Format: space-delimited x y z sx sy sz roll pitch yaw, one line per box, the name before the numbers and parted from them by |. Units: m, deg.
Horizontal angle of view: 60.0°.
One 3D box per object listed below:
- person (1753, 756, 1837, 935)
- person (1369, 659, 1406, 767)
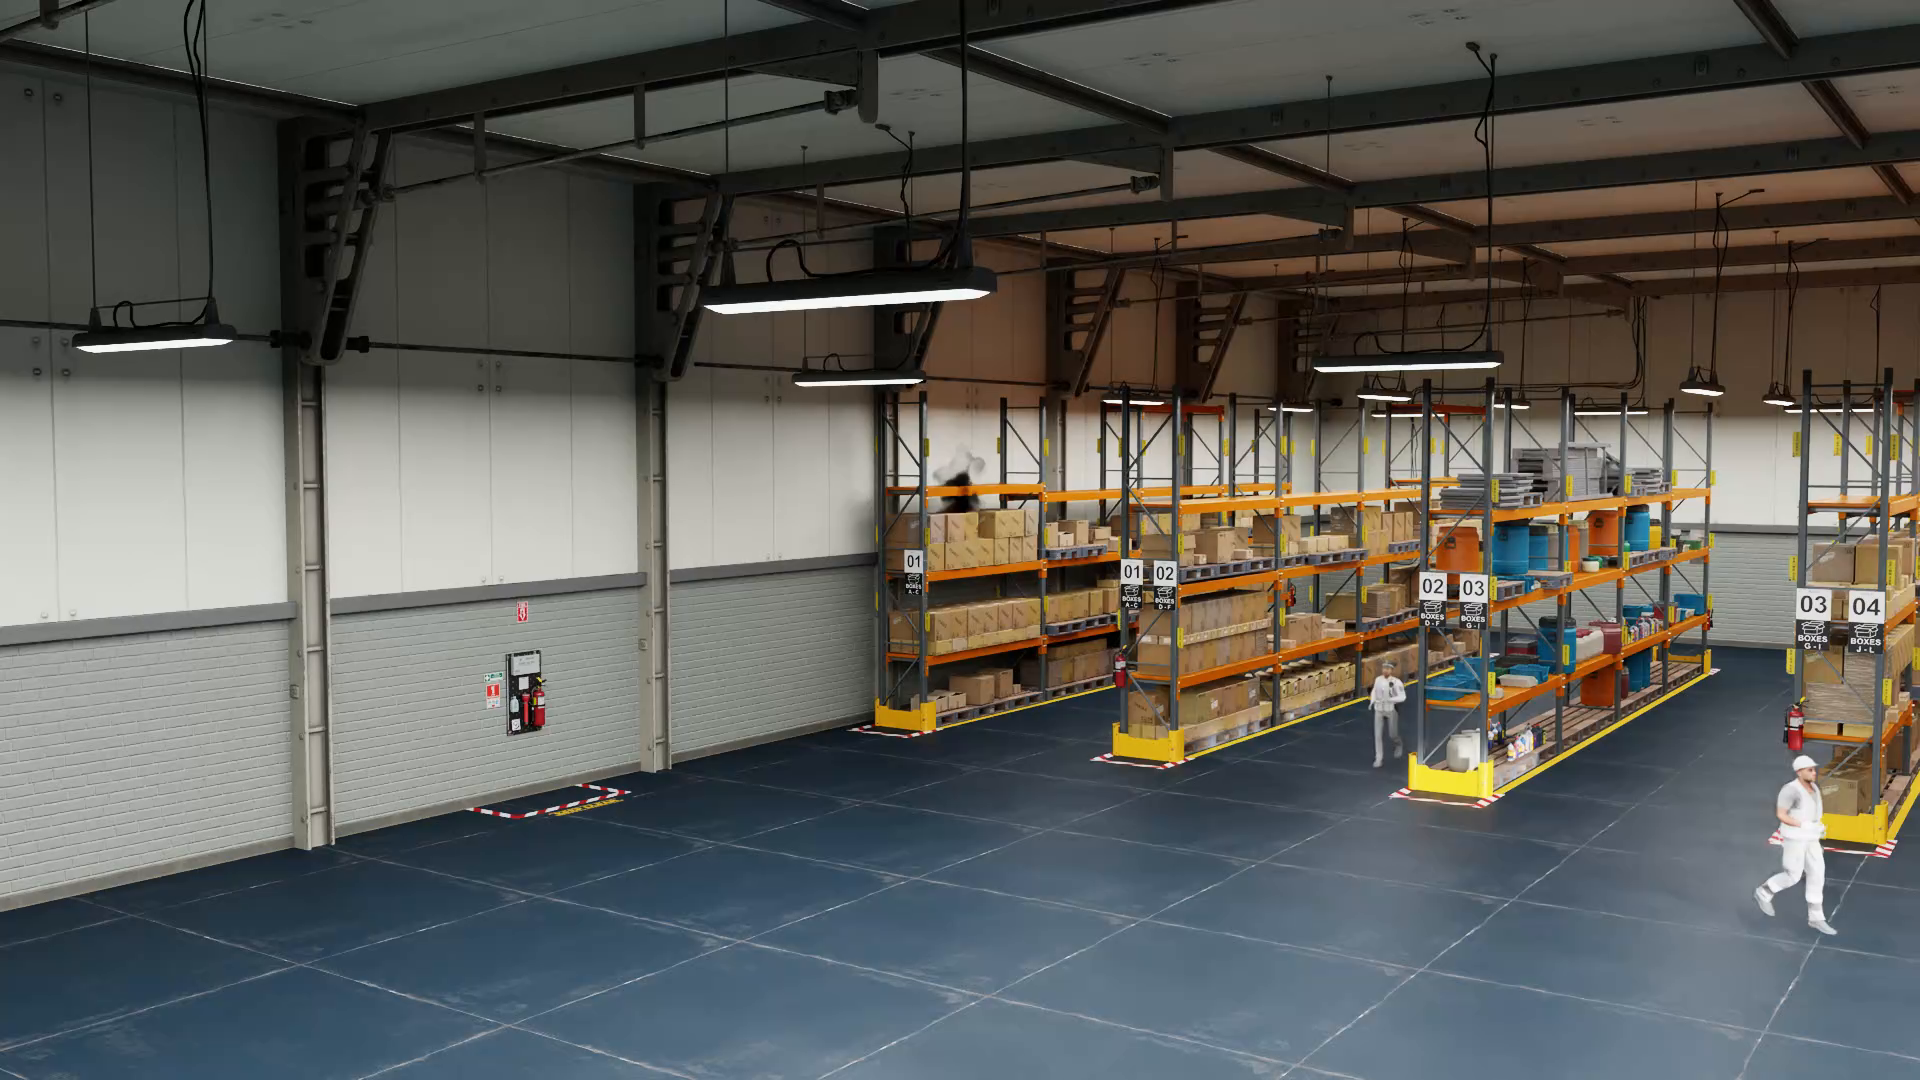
person | 8.760 3.140 17.371 0.685 1.800 0.872 -2 4 -28
person | 6.716 2.704 26.179 0.624 1.665 0.866 2 4 34
